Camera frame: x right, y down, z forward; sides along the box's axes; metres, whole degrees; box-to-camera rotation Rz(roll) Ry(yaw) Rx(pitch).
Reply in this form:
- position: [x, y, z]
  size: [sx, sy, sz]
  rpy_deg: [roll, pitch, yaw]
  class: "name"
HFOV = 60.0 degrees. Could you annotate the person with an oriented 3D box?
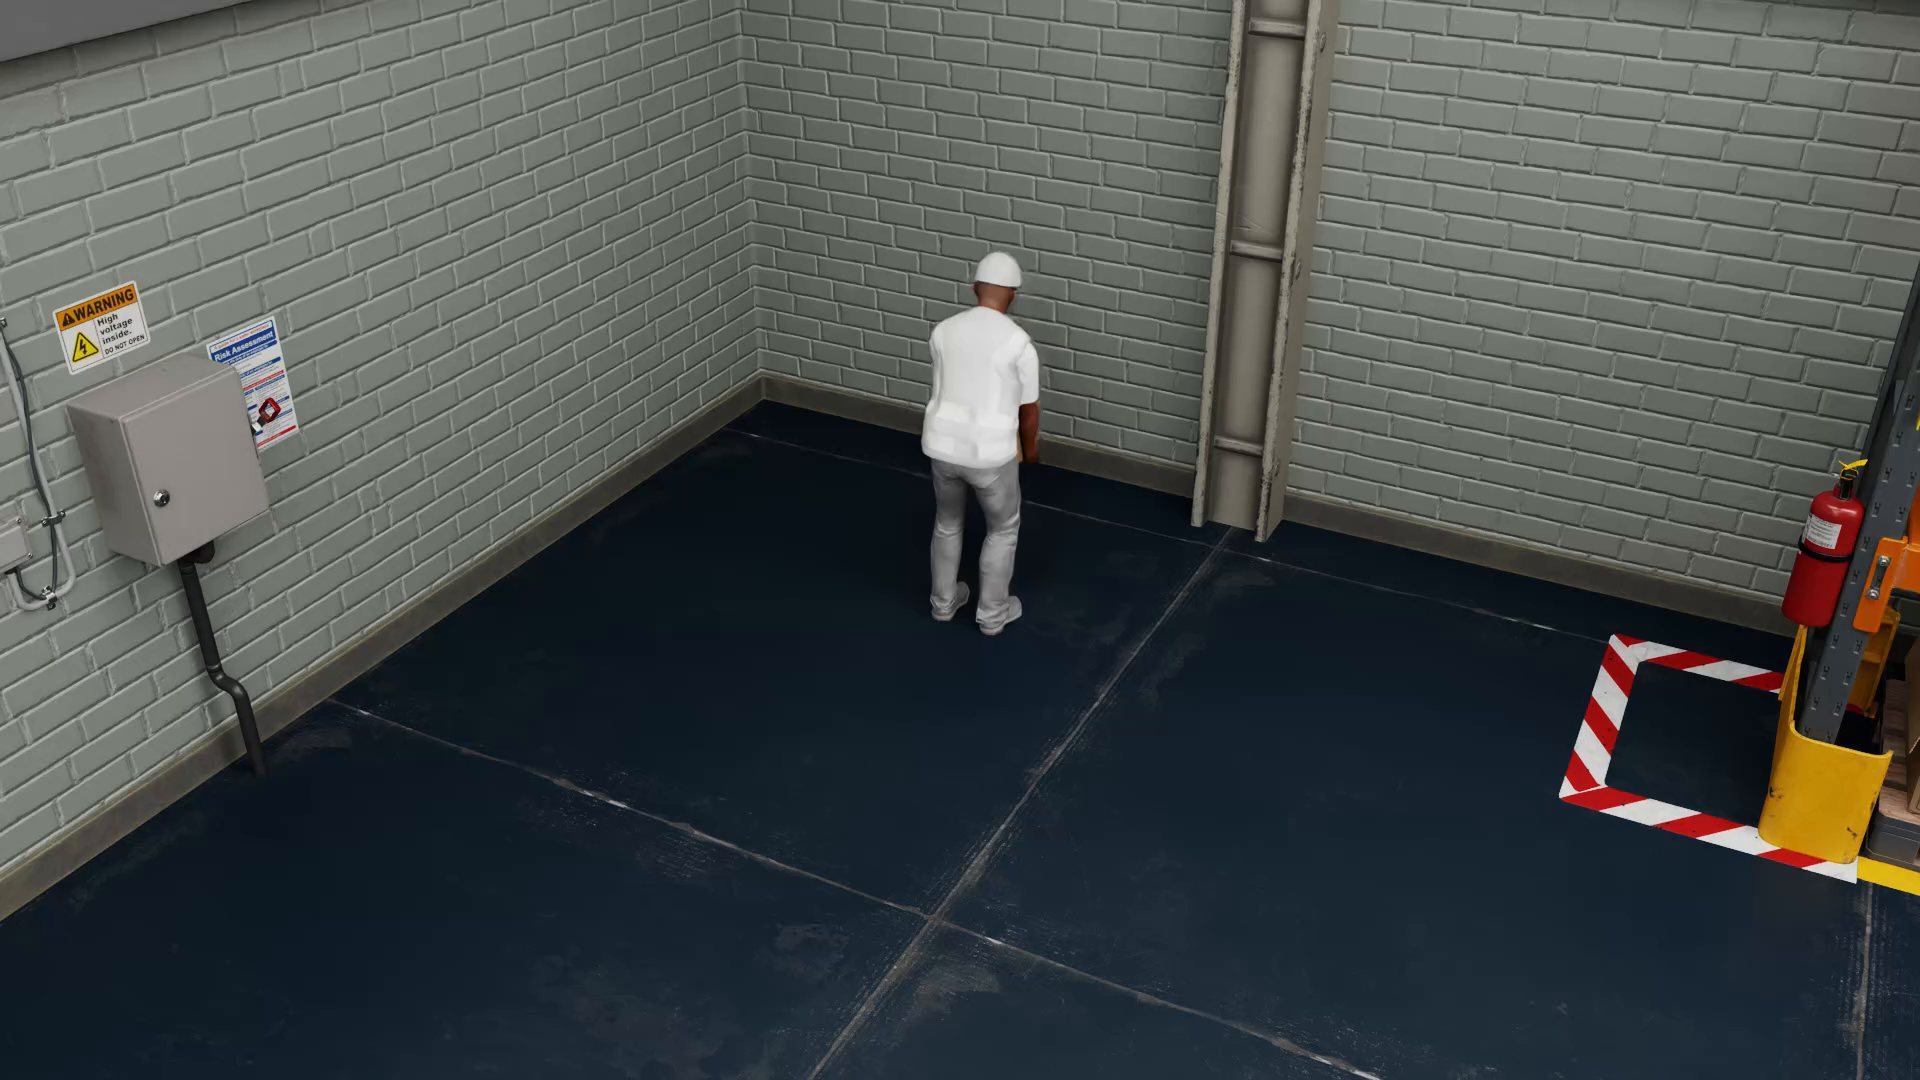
- position: [0.096, -0.432, 7.428]
  size: [0.488, 1.693, 0.636]
  rpy_deg: [14, 33, 22]
  class: "person"
